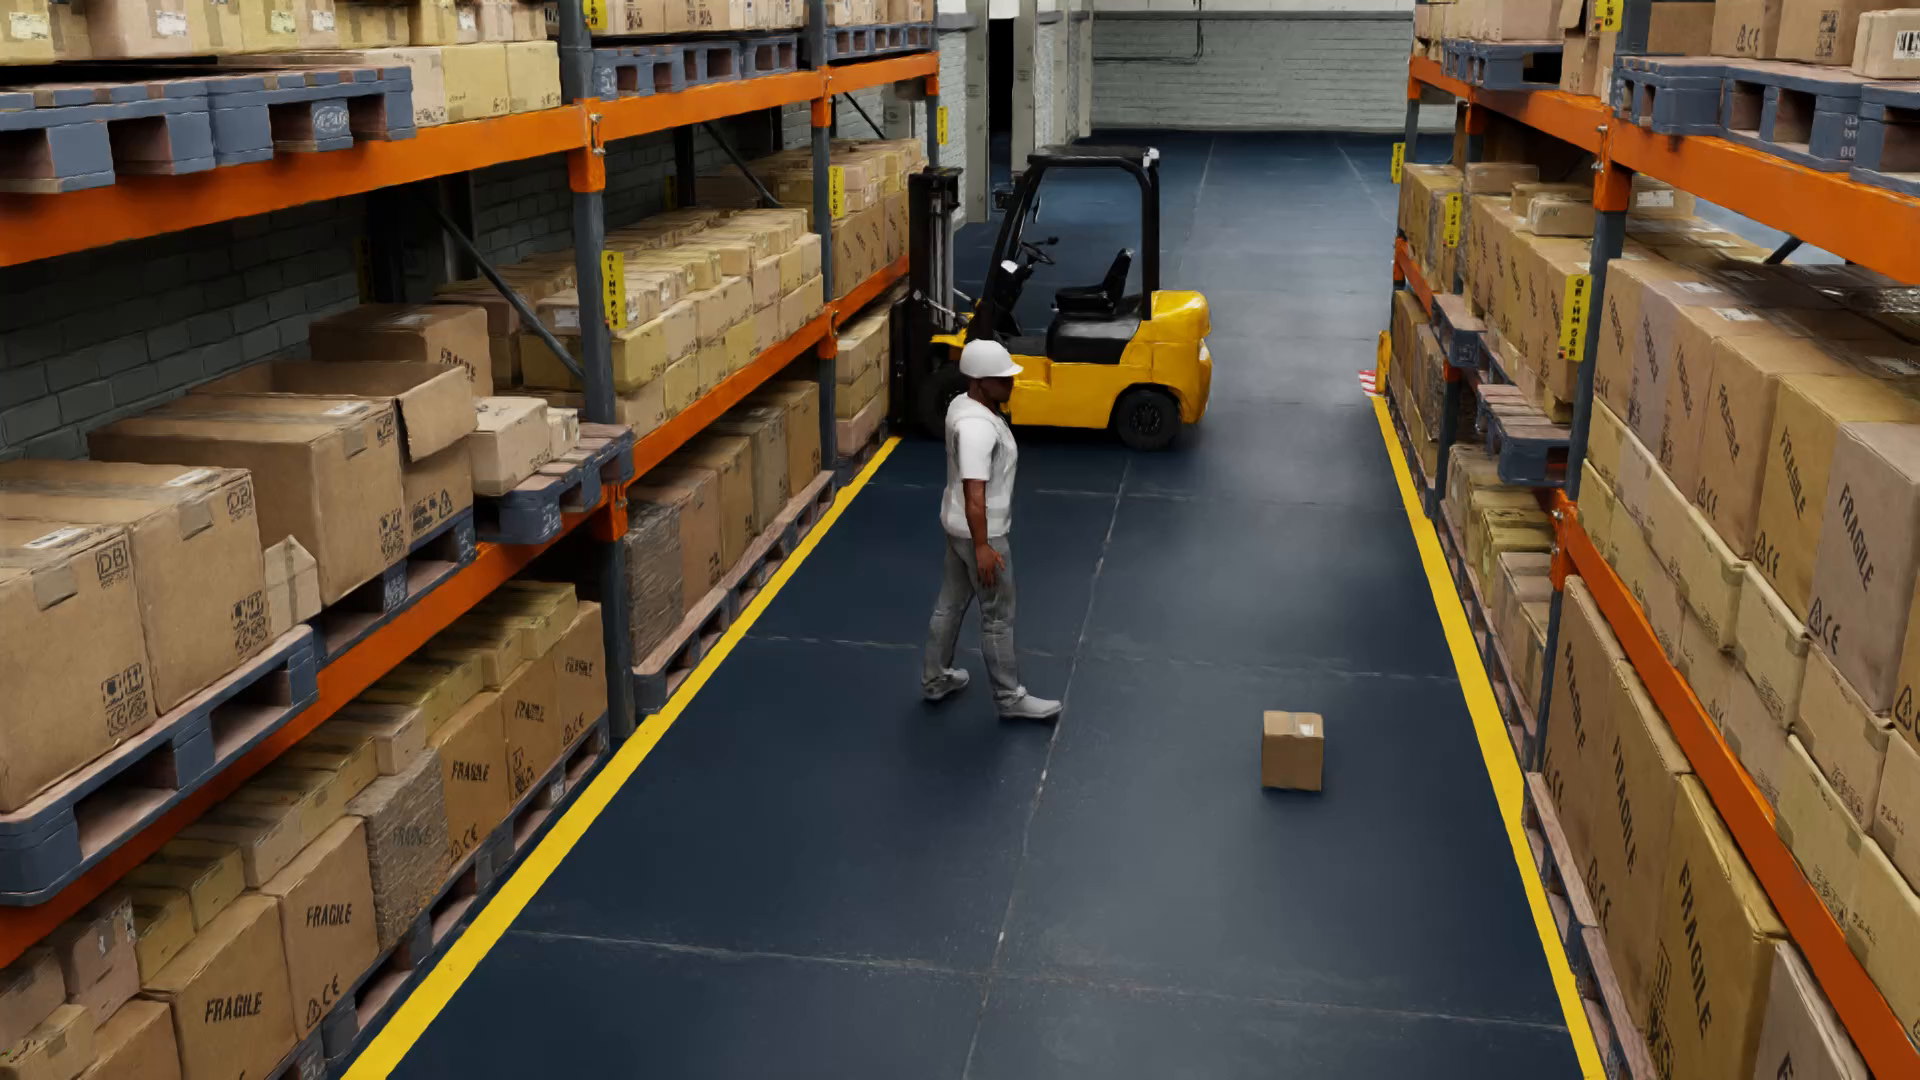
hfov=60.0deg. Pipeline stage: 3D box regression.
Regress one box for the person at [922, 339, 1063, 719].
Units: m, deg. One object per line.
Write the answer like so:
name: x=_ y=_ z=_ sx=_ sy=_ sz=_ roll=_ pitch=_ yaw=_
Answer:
person: x=0.144 y=-0.043 z=7.623 sx=0.632 sy=1.766 sz=0.709 roll=-2 pitch=18 yaw=-7
